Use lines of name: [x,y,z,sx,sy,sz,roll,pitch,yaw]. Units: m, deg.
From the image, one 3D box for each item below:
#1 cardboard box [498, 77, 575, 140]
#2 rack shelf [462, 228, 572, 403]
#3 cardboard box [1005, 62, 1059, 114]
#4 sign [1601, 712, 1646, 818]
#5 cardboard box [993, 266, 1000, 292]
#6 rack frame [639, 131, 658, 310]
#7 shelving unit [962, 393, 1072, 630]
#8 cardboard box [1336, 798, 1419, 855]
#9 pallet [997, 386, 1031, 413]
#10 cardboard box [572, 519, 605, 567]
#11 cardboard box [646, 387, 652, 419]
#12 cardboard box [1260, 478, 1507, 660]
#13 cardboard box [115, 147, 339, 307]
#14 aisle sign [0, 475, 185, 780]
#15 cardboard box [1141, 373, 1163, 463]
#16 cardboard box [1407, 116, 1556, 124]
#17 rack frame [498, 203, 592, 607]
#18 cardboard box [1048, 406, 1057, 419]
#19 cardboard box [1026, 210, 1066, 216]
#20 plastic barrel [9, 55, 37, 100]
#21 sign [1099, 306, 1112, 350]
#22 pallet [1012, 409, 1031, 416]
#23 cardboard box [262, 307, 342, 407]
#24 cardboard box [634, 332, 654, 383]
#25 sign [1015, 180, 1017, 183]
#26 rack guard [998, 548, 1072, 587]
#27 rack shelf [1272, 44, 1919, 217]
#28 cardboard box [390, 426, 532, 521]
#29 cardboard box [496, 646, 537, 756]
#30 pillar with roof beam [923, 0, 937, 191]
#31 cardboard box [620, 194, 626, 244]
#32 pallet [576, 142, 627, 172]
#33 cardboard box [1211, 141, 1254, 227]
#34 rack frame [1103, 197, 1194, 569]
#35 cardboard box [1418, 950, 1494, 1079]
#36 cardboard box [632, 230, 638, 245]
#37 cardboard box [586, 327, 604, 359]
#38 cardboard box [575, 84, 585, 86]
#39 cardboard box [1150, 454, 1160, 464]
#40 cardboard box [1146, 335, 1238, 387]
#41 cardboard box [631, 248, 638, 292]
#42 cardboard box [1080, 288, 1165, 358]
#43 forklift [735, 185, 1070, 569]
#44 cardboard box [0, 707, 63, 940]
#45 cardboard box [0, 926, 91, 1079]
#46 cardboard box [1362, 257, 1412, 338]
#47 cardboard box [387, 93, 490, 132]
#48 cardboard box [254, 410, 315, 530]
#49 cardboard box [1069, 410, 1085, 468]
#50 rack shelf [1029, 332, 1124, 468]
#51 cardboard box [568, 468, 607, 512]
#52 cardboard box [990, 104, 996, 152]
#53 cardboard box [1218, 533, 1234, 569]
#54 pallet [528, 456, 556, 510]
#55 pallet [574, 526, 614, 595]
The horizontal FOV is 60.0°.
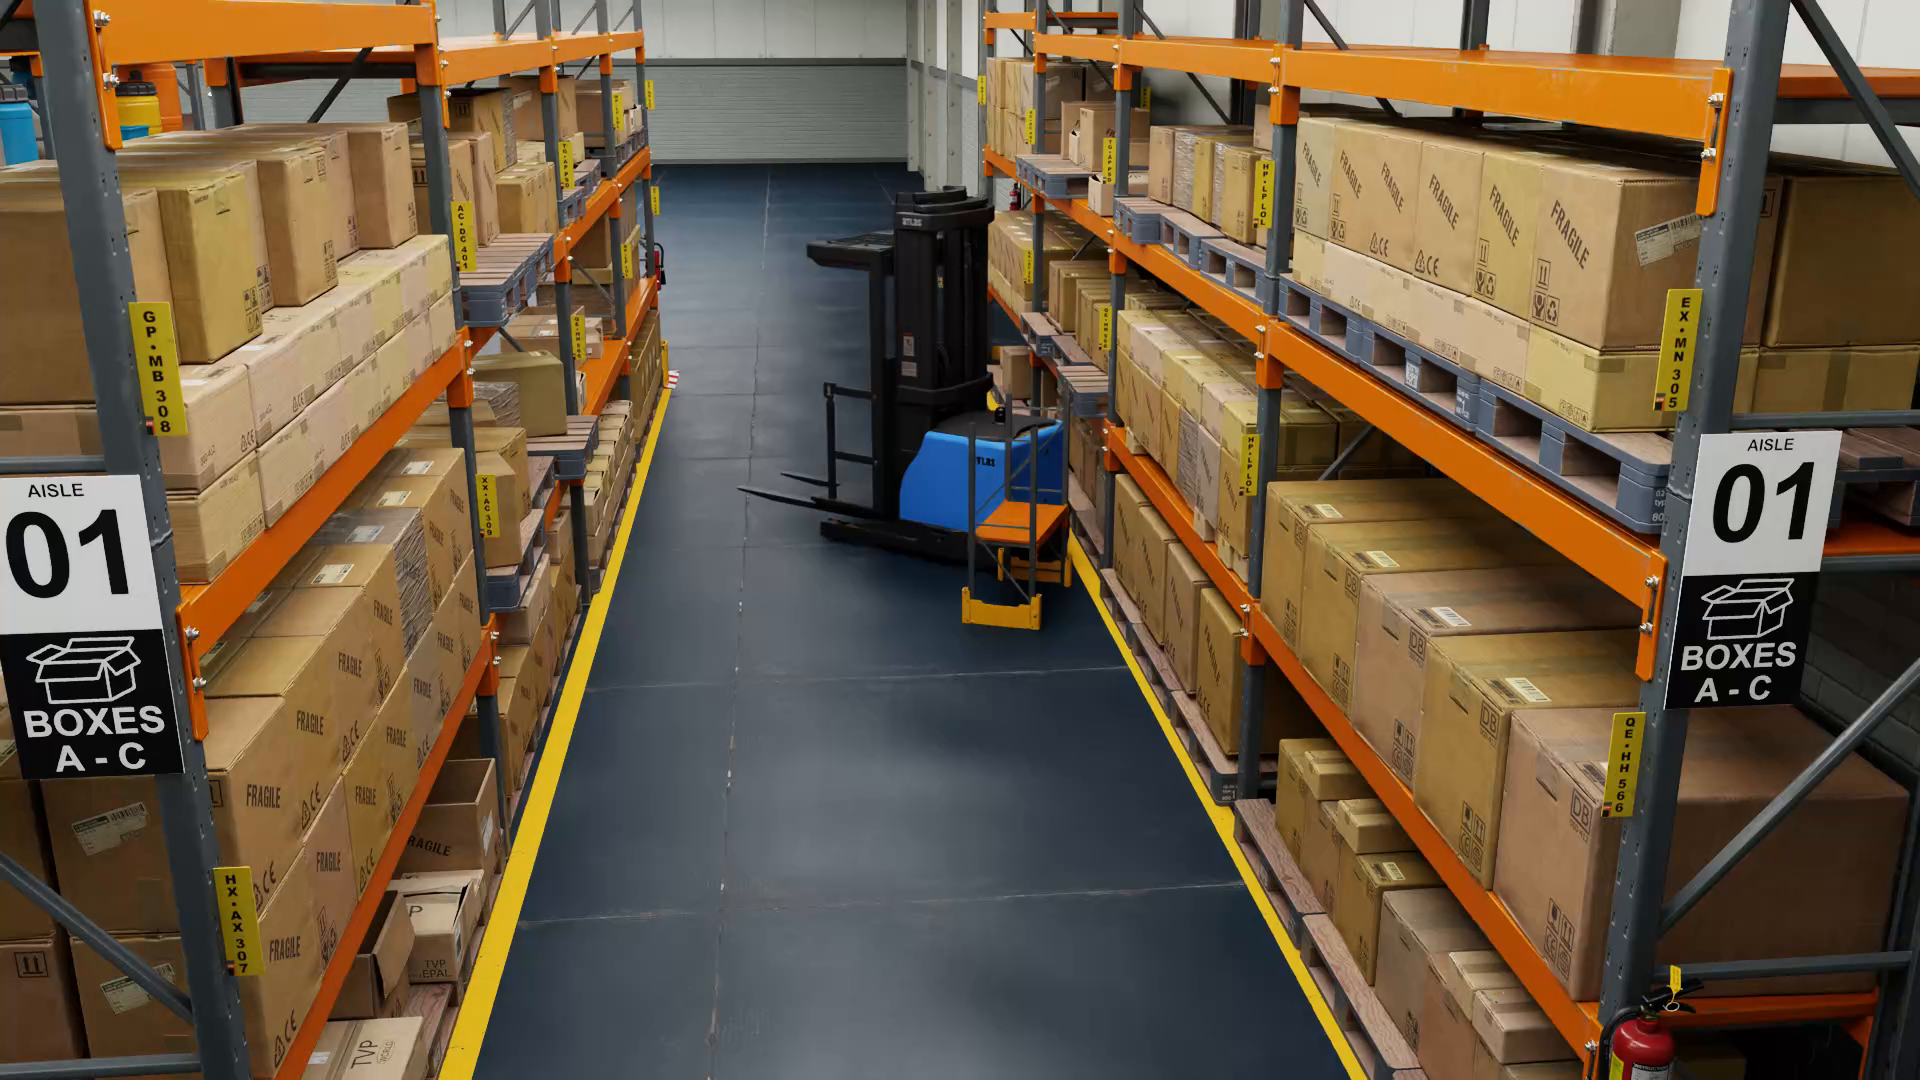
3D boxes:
cardboard box: [-3.608,-3.684,14.195,0.500,0.500,0.500,0,17,0]
rack shelf: [-3.095,-1.421,9.889,1.077,0.370,4.000,-2,18,-6]
cardboard box: [0.760,-4.699,17.261,0.500,0.500,0.500,-2,18,-8]
sign: [1.910,0.648,4.778,0.100,0.325,0.005,-2,18,-6]
cardboard box: [0.649,-2.943,18.761,0.500,0.250,0.500,-2,18,-7]
rack frame: [-4.126,-3.312,19.720,1.000,3.000,0.127,-2,18,-6]
shelving unit: [0.446,-0.239,12.436,0.587,1.500,1.083,5,18,16]
cardboard box: [1.921,1.281,7.479,0.380,0.149,0.250,-2,18,-7]
pallet: [0.980,-1.508,18.627,1.003,0.211,1.213,-2,18,-6]
cardboard box: [-3.063,0.017,13.003,0.500,0.250,0.500,-2,18,-6]
cardboard box: [-3.553,-1.455,17.693,0.500,0.250,0.500,-2,18,-6]
cardboard box: [2.078,0.128,8.262,0.980,0.700,0.700,-2,17,-5]
cardboard box: [-2.629,-1.103,5.839,0.700,0.500,0.500,-2,18,-6]
aisle sign: [-2.177,0.225,4.111,0.394,0.787,0.004,-2,18,-6]
cardboard box: [1.516,-0.825,11.102,0.500,0.500,0.500,-2,18,-6]
cardboard box: [2.342,-1.656,7.566,0.500,0.500,0.500,-2,18,-6]
rack frame: [-3.301,-0.929,12.128,1.000,3.000,0.127,-2,18,-6]
cardboard box: [1.128,-1.291,17.278,0.380,0.166,0.250,-4,18,-13]
cardboard box: [1.061,-3.628,19.692,0.500,0.500,0.500,-2,18,-6]
plastic barrel: [-8.637,-4.139,15.808,0.600,0.901,0.708,-2,18,-6]
sign: [1.087,-1.578,12.395,0.100,0.325,0.005,-2,18,-6]
pallet: [1.109,-1.143,17.467,1.003,0.211,1.213,-2,18,-6]
cardboard box: [-2.373,-0.603,5.497,0.500,0.250,0.500,-2,18,-6]
cardboard box: [-3.607,-1.962,18.055,0.500,0.500,0.500,-2,18,-6]
sign: [0.943,-5.995,28.204,0.001,0.329,0.234,-2,18,-6]
rack guard: [0.588,0.214,13.079,0.587,0.250,0.087,5,18,16]
rack shelf: [2.244,-1.624,6.194,1.077,0.370,4.000,-2,18,-6]
cardboard box: [-2.849,-0.336,9.372,0.700,0.500,0.500,1,17,3]
cardboard box: [-2.762,0.935,9.629,0.500,0.500,0.500,-2,17,-5]
pillar with roof beam: [-5.024,-13.164,41.086,9.100,9.000,0.400,-2,18,-6]
cardboard box: [-3.921,-3.368,17.564,0.700,0.500,0.500,-2,18,-6]
pallet: [-3.828,-3.763,16.295,1.003,0.211,1.213,-2,18,-6]
cardboard box: [1.947,-2.161,10.142,0.700,0.500,0.500,-2,18,-6]
rack frame: [1.626,-1.083,12.619,1.000,3.000,0.127,-2,18,-6]
cardboard box: [2.227,1.938,6.468,0.700,0.500,0.500,-2,18,-6]
cardboard box: [-3.843,-3.408,18.773,0.380,0.149,0.250,-2,18,-6]
cardboard box: [-3.440,-1.800,15.128,0.396,0.266,0.258,-2,18,-7]
cardboard box: [-4.227,-4.555,17.569,0.500,0.500,0.500,-2,18,-6]
cardboard box: [1.538,-0.639,11.592,0.380,0.149,0.250,-2,18,-6]
cardboard box: [1.528,-1.188,11.004,0.500,0.250,0.500,-2,18,-5]
cardboard box: [-4.032,-3.064,18.763,0.700,0.500,0.500,-1,17,-4]
cardboard box: [1.417,-1.851,14.164,0.700,0.500,0.500,-2,18,-6]
forklift: [-0.583,-1.485,14.014,3.031,2.935,1.130,12,21,33]
cardboard box: [-2.796,0.806,4.767,0.500,0.500,0.500,-2,18,-6]
cardboard box: [-2.793,1.282,4.919,0.500,0.500,0.500,-1,17,-4]
cardboard box: [1.946,-0.980,6.666,0.500,0.250,0.500,-2,18,-7]
cardboard box: [-3.157,-2.451,10.131,0.500,0.500,0.500,-2,18,-6]
cardboard box: [-2.315,-0.215,5.098,0.500,0.250,0.500,-2,18,-6]
cardboard box: [1.409,-0.921,15.541,0.700,0.500,0.500,-2,18,-7]
rack shelf: [1.419,-1.336,14.625,1.077,0.370,4.000,-2,18,-6]
cardboard box: [-3.126,-0.406,13.417,0.500,0.311,0.500,-2,18,-7]
cardboard box: [0.606,-4.686,18.889,0.500,0.500,0.500,-1,17,-2]
cardboard box: [1.672,0.053,9.388,0.380,0.149,0.250,-1,17,-5]
pallet: [-3.096,-0.258,10.312,1.003,0.211,1.213,-2,18,-6]
pallet: [-3.347,0.155,13.331,1.003,0.211,1.213,-2,18,-6]
